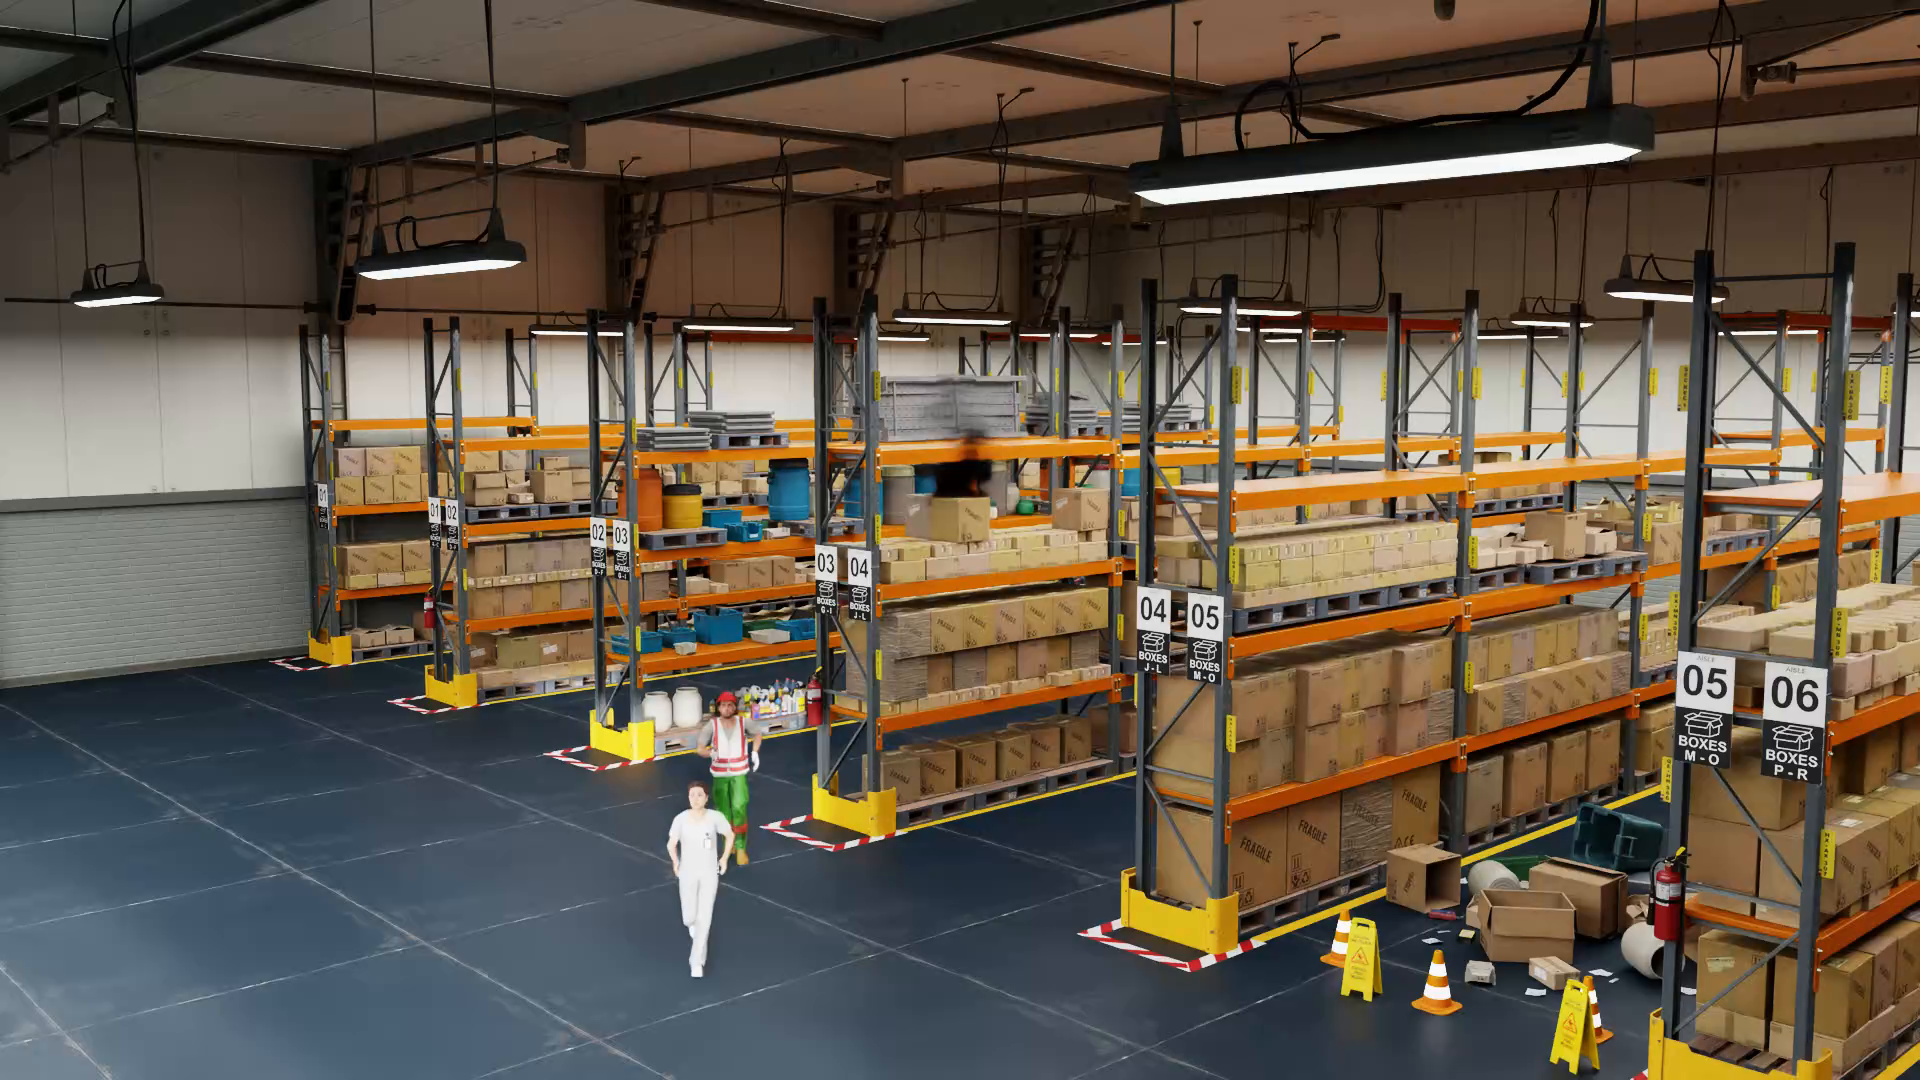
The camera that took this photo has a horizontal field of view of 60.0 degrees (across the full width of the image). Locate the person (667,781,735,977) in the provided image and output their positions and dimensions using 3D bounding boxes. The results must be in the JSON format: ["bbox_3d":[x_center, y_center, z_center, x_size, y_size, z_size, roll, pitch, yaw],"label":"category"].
[{"bbox_3d":[-2.255,2.903,14.478,0.581,1.631,0.806,-1,6,-5],"label":"person"}]

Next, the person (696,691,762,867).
[{"bbox_3d":[-2.440,2.504,17.541,0.669,1.823,0.724,0,6,-4],"label":"person"}]

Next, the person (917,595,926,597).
[{"bbox_3d":[-0.625,1.331,29.239,0.660,1.790,0.800,4,7,34],"label":"person"}]
